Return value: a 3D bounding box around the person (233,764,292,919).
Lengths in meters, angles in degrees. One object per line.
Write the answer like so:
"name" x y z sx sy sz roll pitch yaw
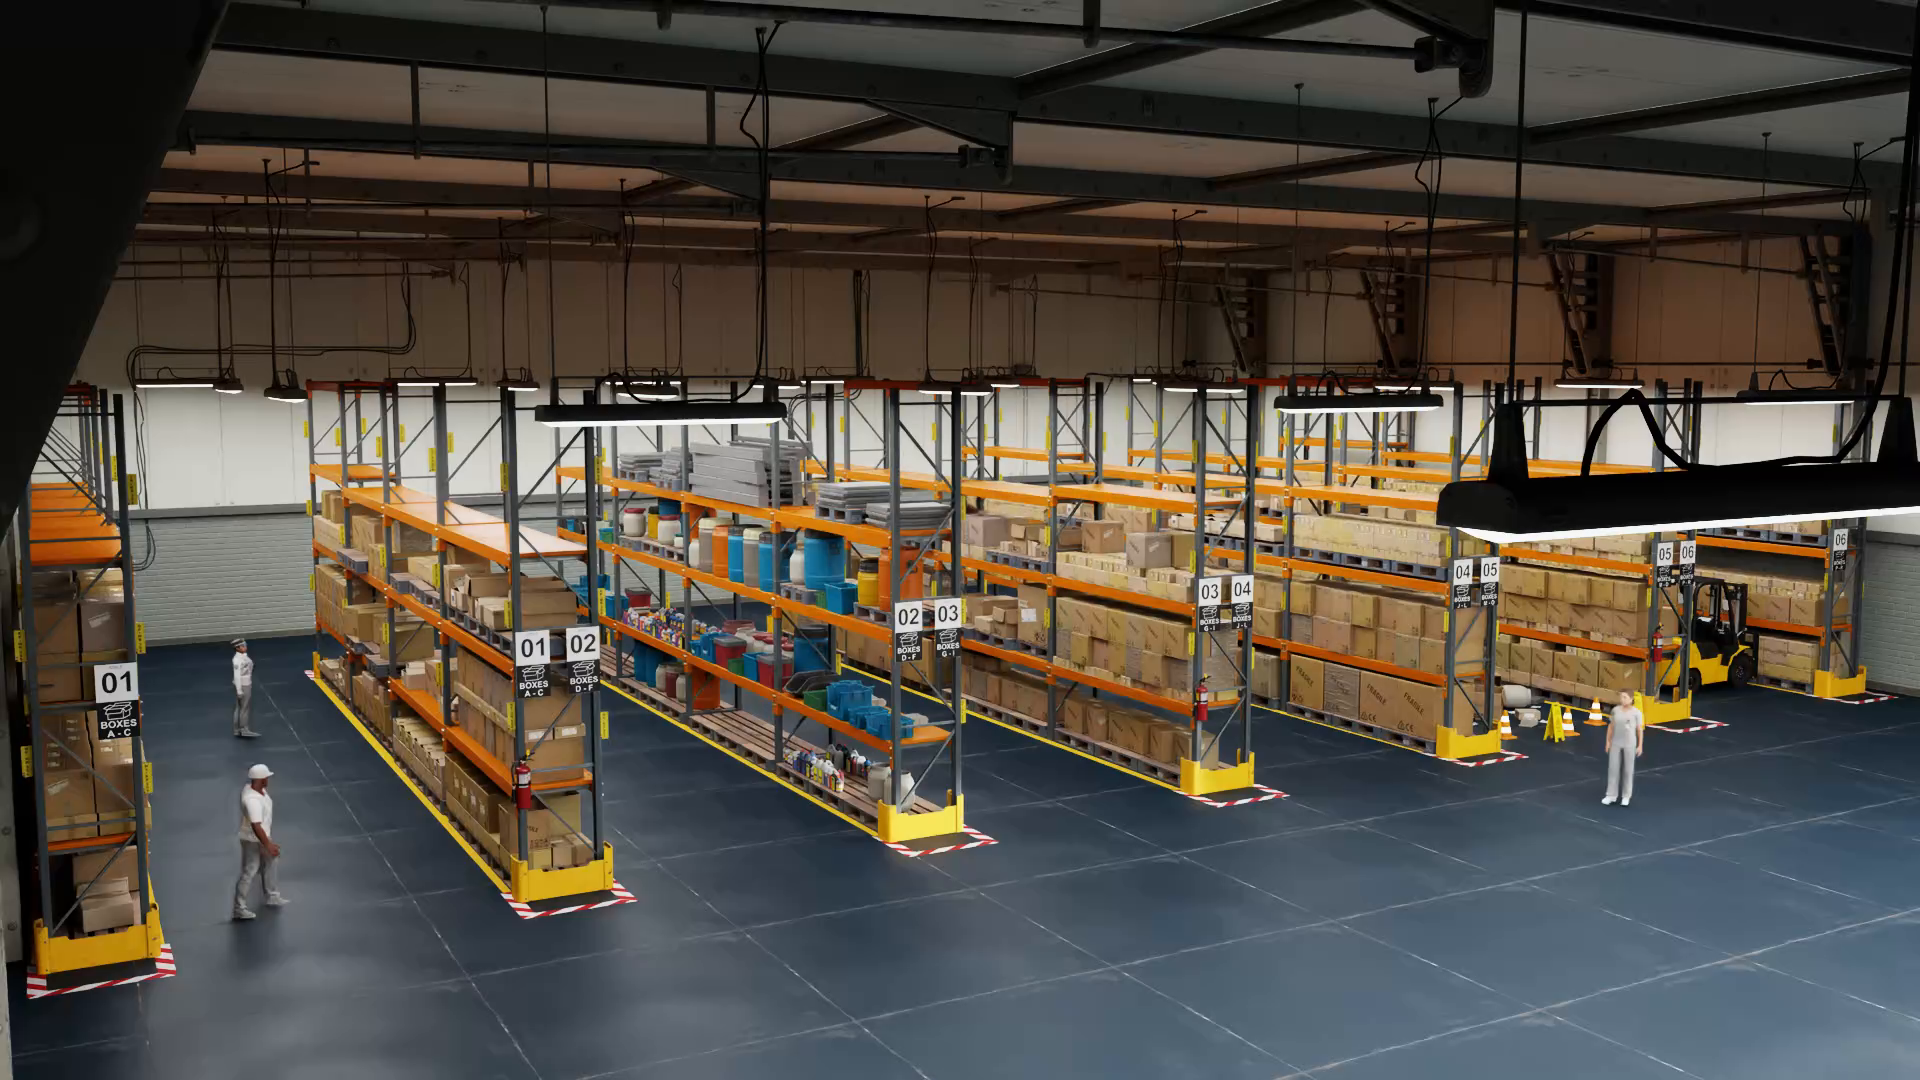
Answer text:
"person" -8.068 3.445 19.149 0.585 1.782 0.699 -1 6 -9

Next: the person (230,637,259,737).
"person" -12.179 2.492 28.282 0.400 1.705 0.491 -4 7 -32

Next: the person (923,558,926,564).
"person" -0.950 1.263 40.141 0.540 1.697 0.908 -3 7 -24

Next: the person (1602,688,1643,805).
"person" 9.513 2.957 23.849 0.495 1.677 0.387 4 7 32
